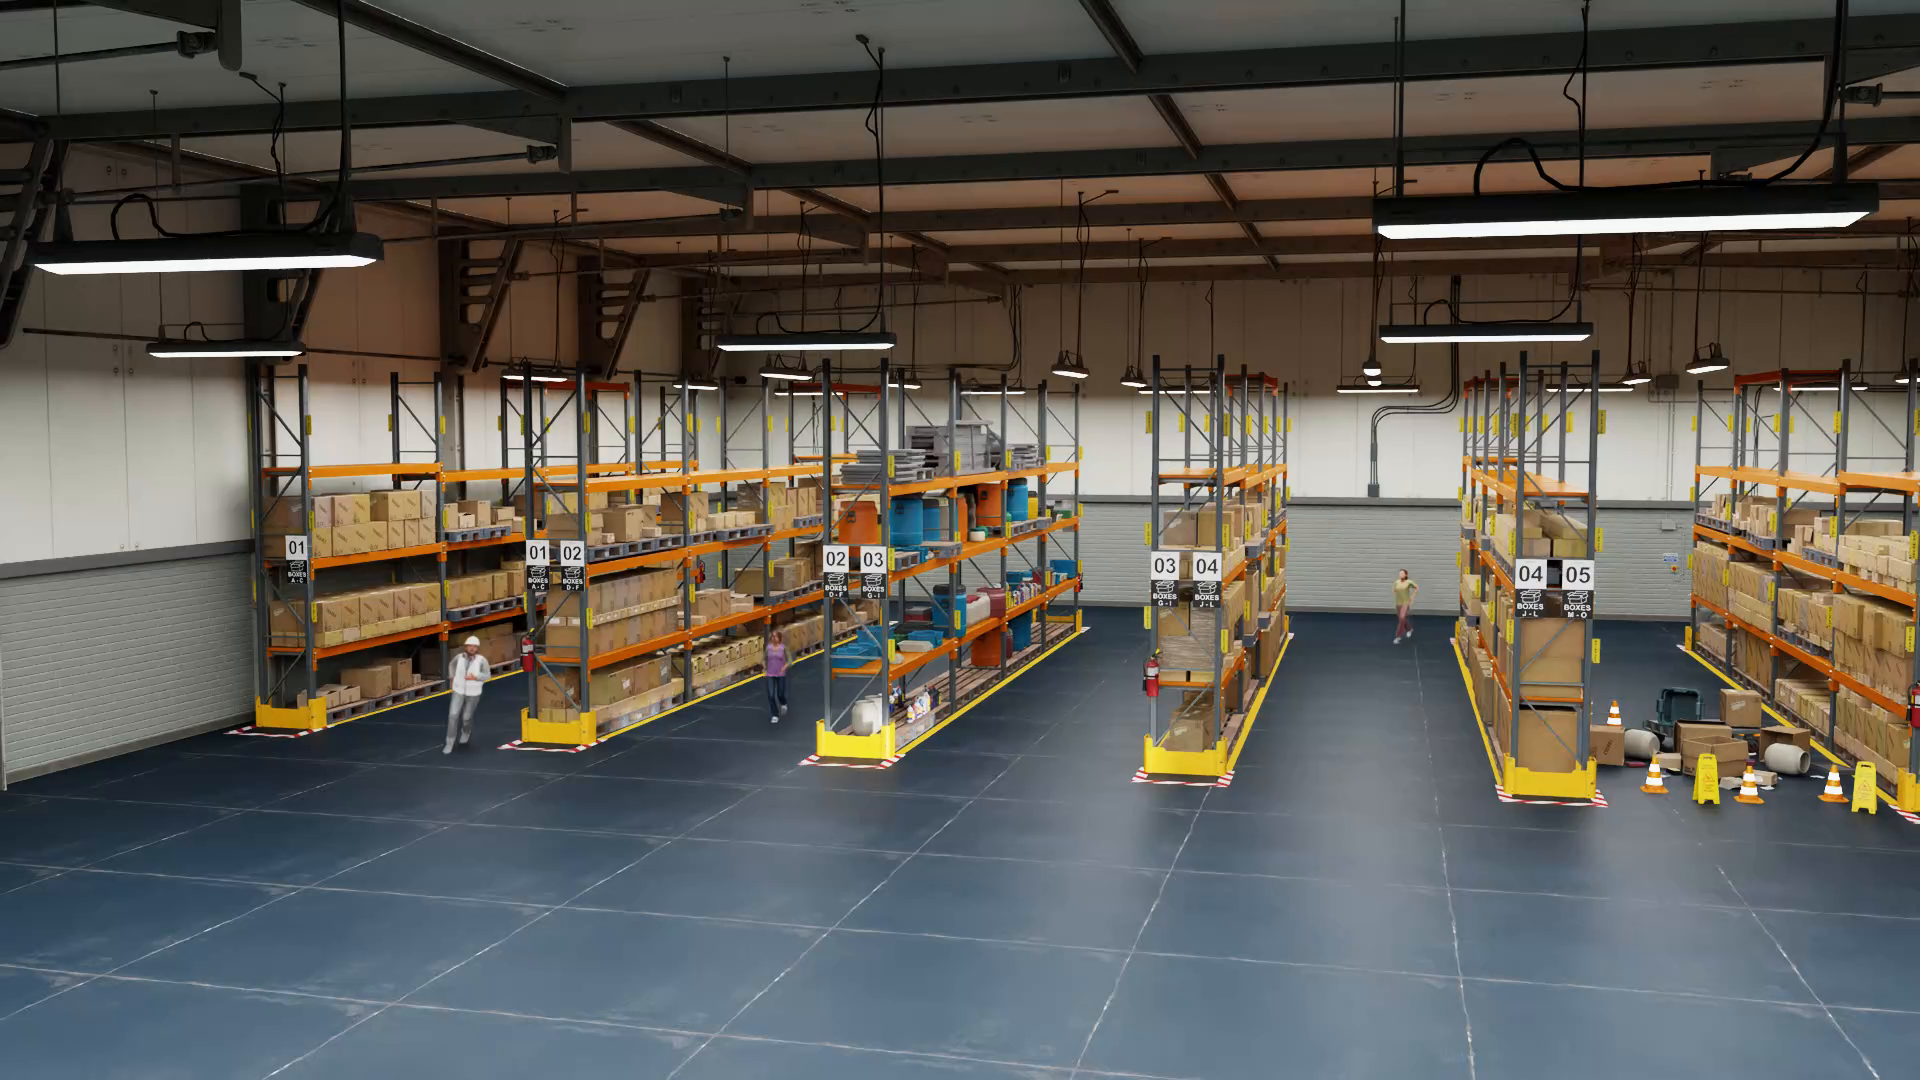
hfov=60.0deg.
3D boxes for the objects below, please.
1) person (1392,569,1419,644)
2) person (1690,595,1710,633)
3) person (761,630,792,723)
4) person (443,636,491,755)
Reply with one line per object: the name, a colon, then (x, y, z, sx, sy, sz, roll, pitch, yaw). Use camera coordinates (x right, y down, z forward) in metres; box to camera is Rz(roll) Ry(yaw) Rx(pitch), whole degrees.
person: (10.259, 1.517, 38.491, 0.579, 1.696, 0.952, 3, 5, 41)
person: (17.072, 1.579, 38.207, 0.610, 1.612, 0.646, 4, 5, 43)
person: (-3.118, 2.291, 28.075, 0.508, 1.548, 0.567, 0, 4, 5)
person: (-7.592, 2.365, 25.689, 0.700, 1.770, 0.881, -1, 4, -8)
